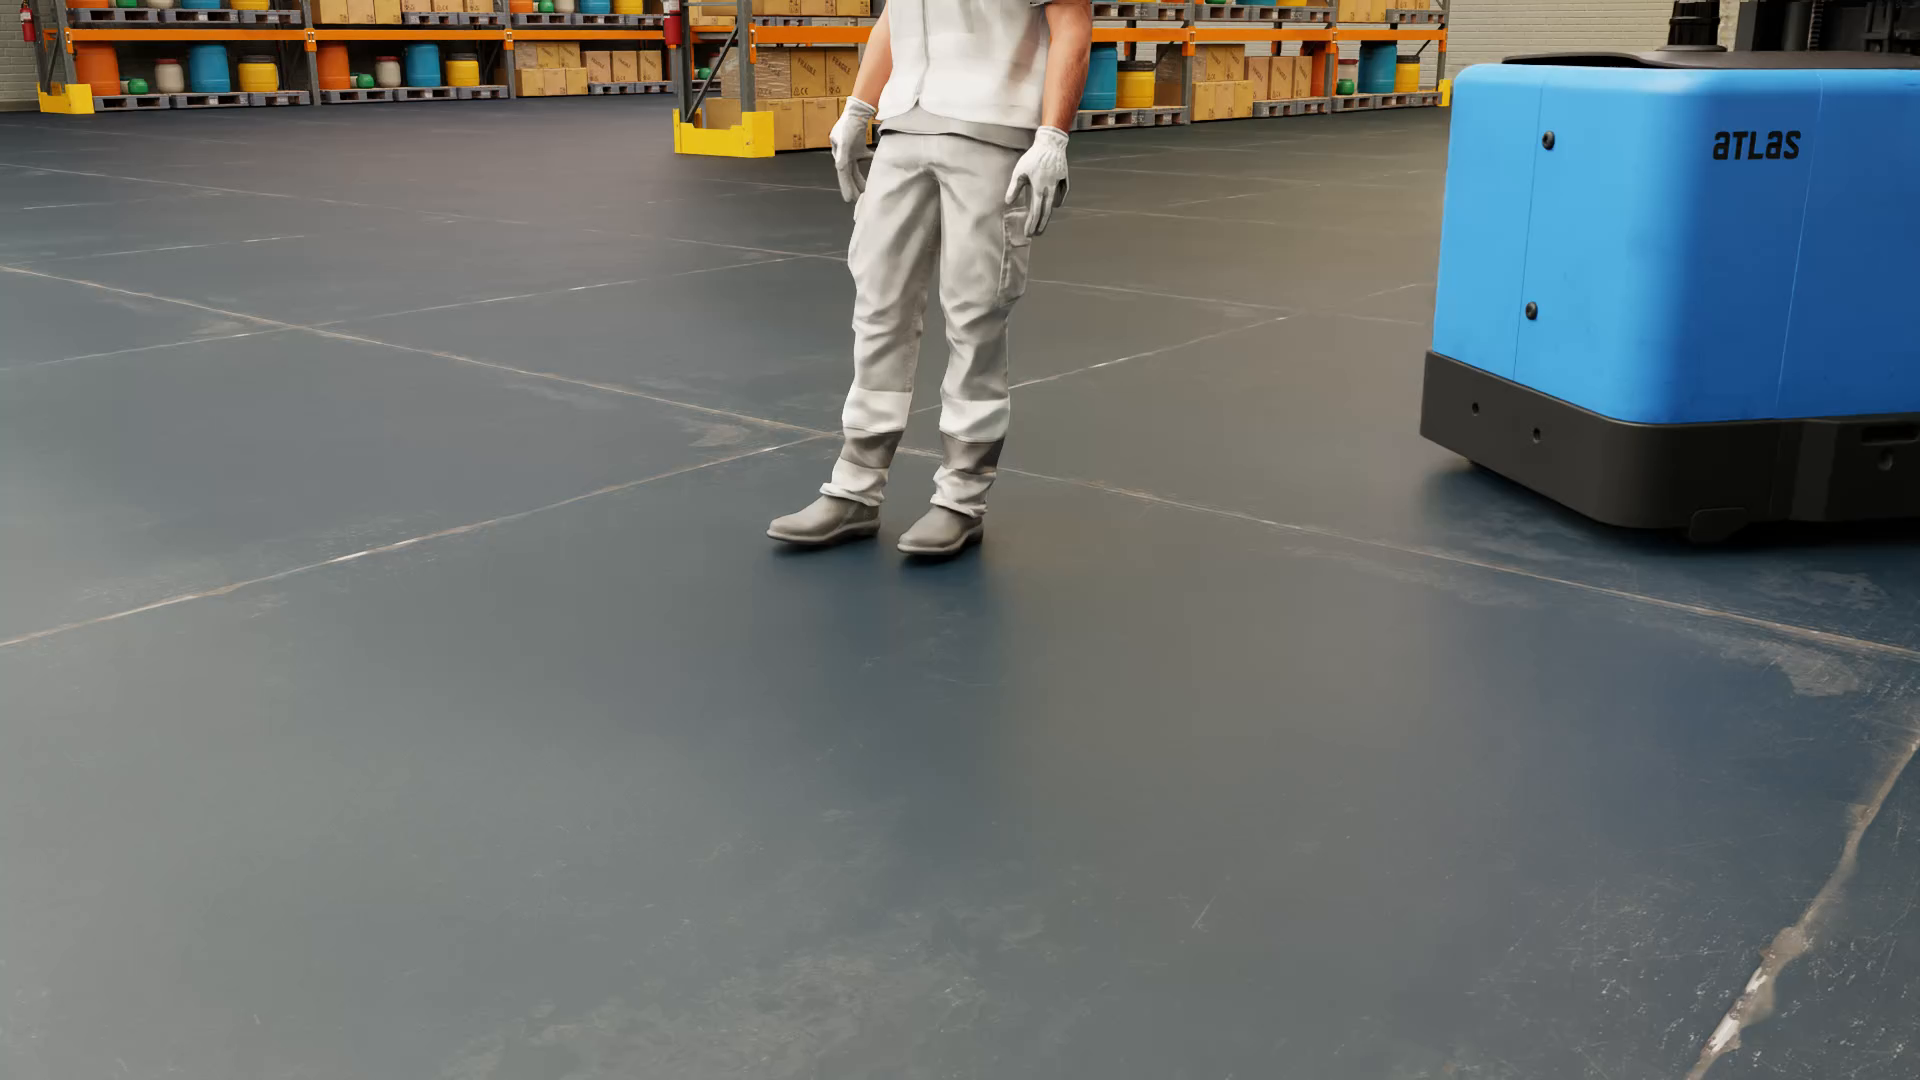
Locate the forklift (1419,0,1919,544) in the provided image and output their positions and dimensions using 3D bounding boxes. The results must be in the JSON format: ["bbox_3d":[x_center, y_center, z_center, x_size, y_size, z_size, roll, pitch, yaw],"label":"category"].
[{"bbox_3d":[2.861,-1.592,4.140,3.031,2.935,1.130,-4,17,-11],"label":"forklift"}]

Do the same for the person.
[{"bbox_3d":[-0.060,-0.846,3.627,0.638,1.789,0.562,13,21,37],"label":"person"}]
